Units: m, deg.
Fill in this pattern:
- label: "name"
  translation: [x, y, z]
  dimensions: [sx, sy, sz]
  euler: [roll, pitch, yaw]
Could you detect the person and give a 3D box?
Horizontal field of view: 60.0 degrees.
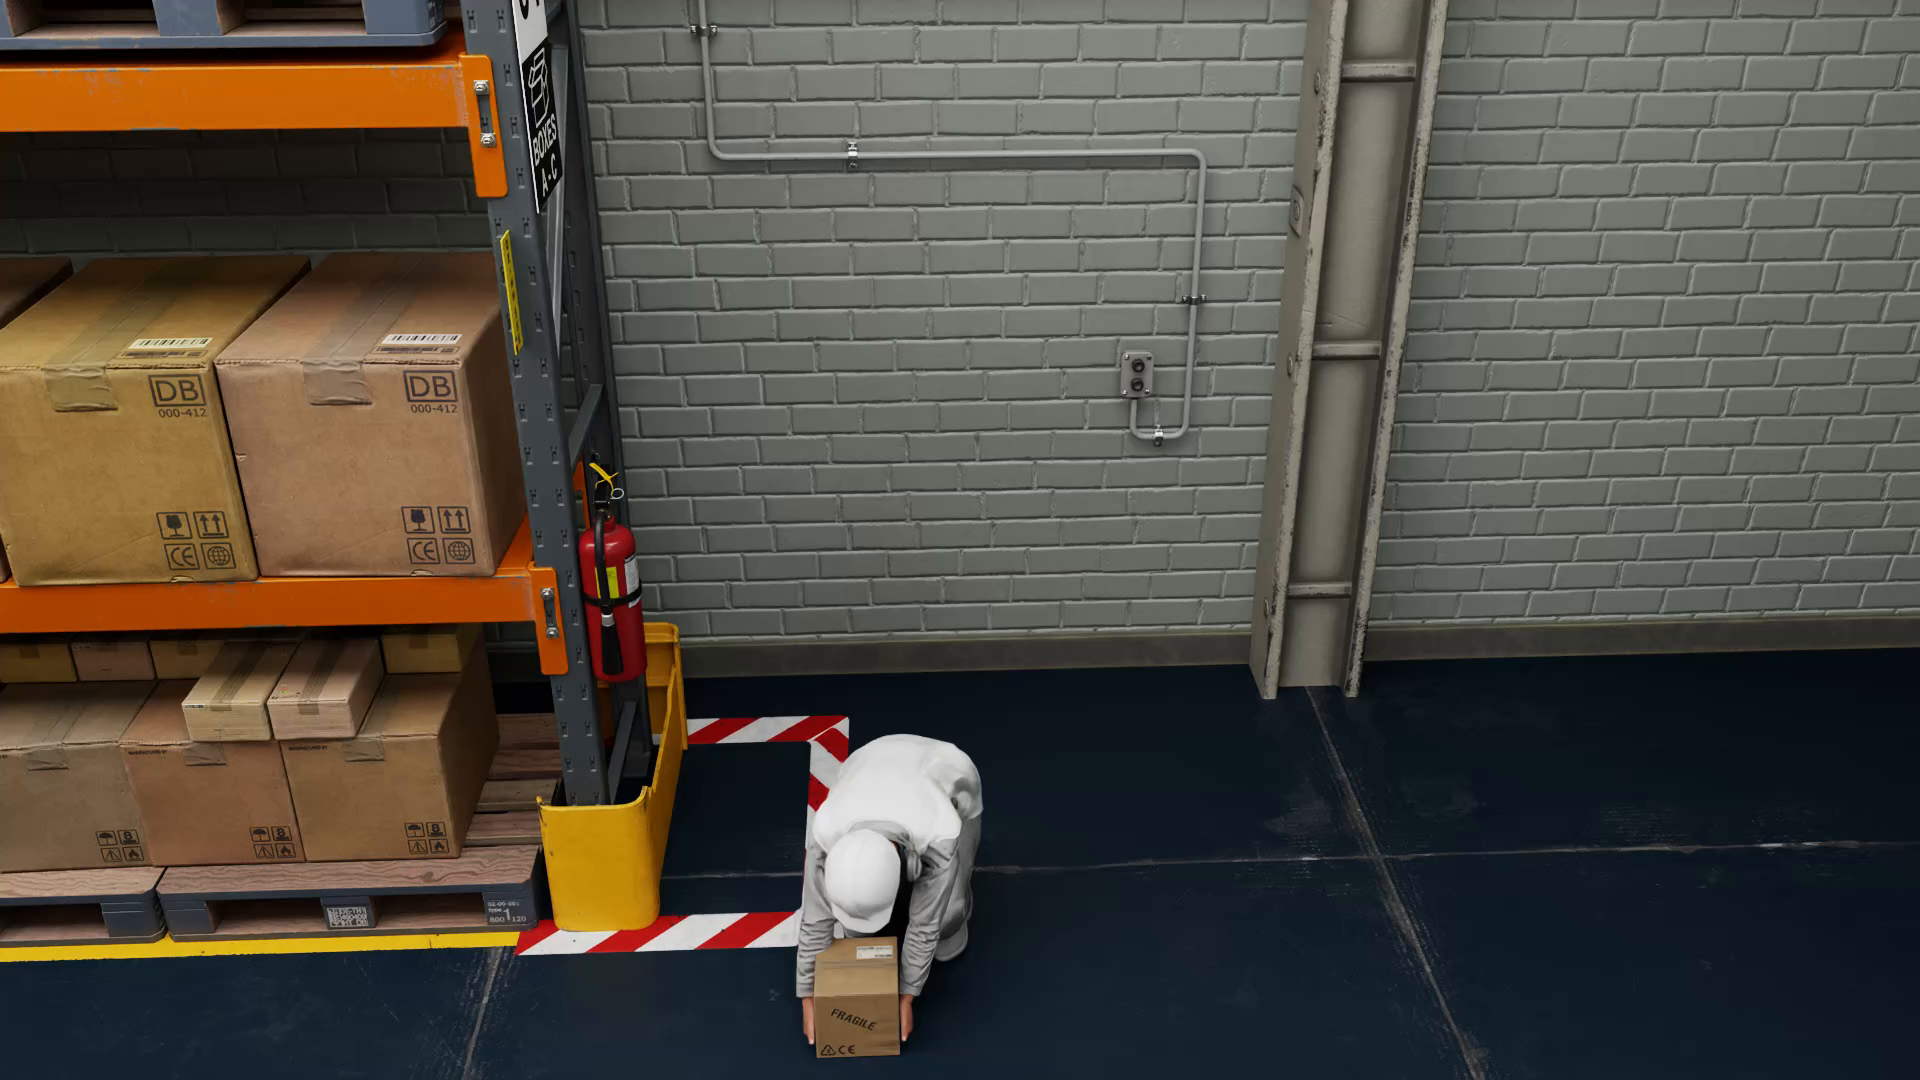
- label: "person"
  translation: [-0.214, 1.057, 5.215]
  dimensions: [0.520, 0.836, 0.970]
  euler: [8, 28, 15]
